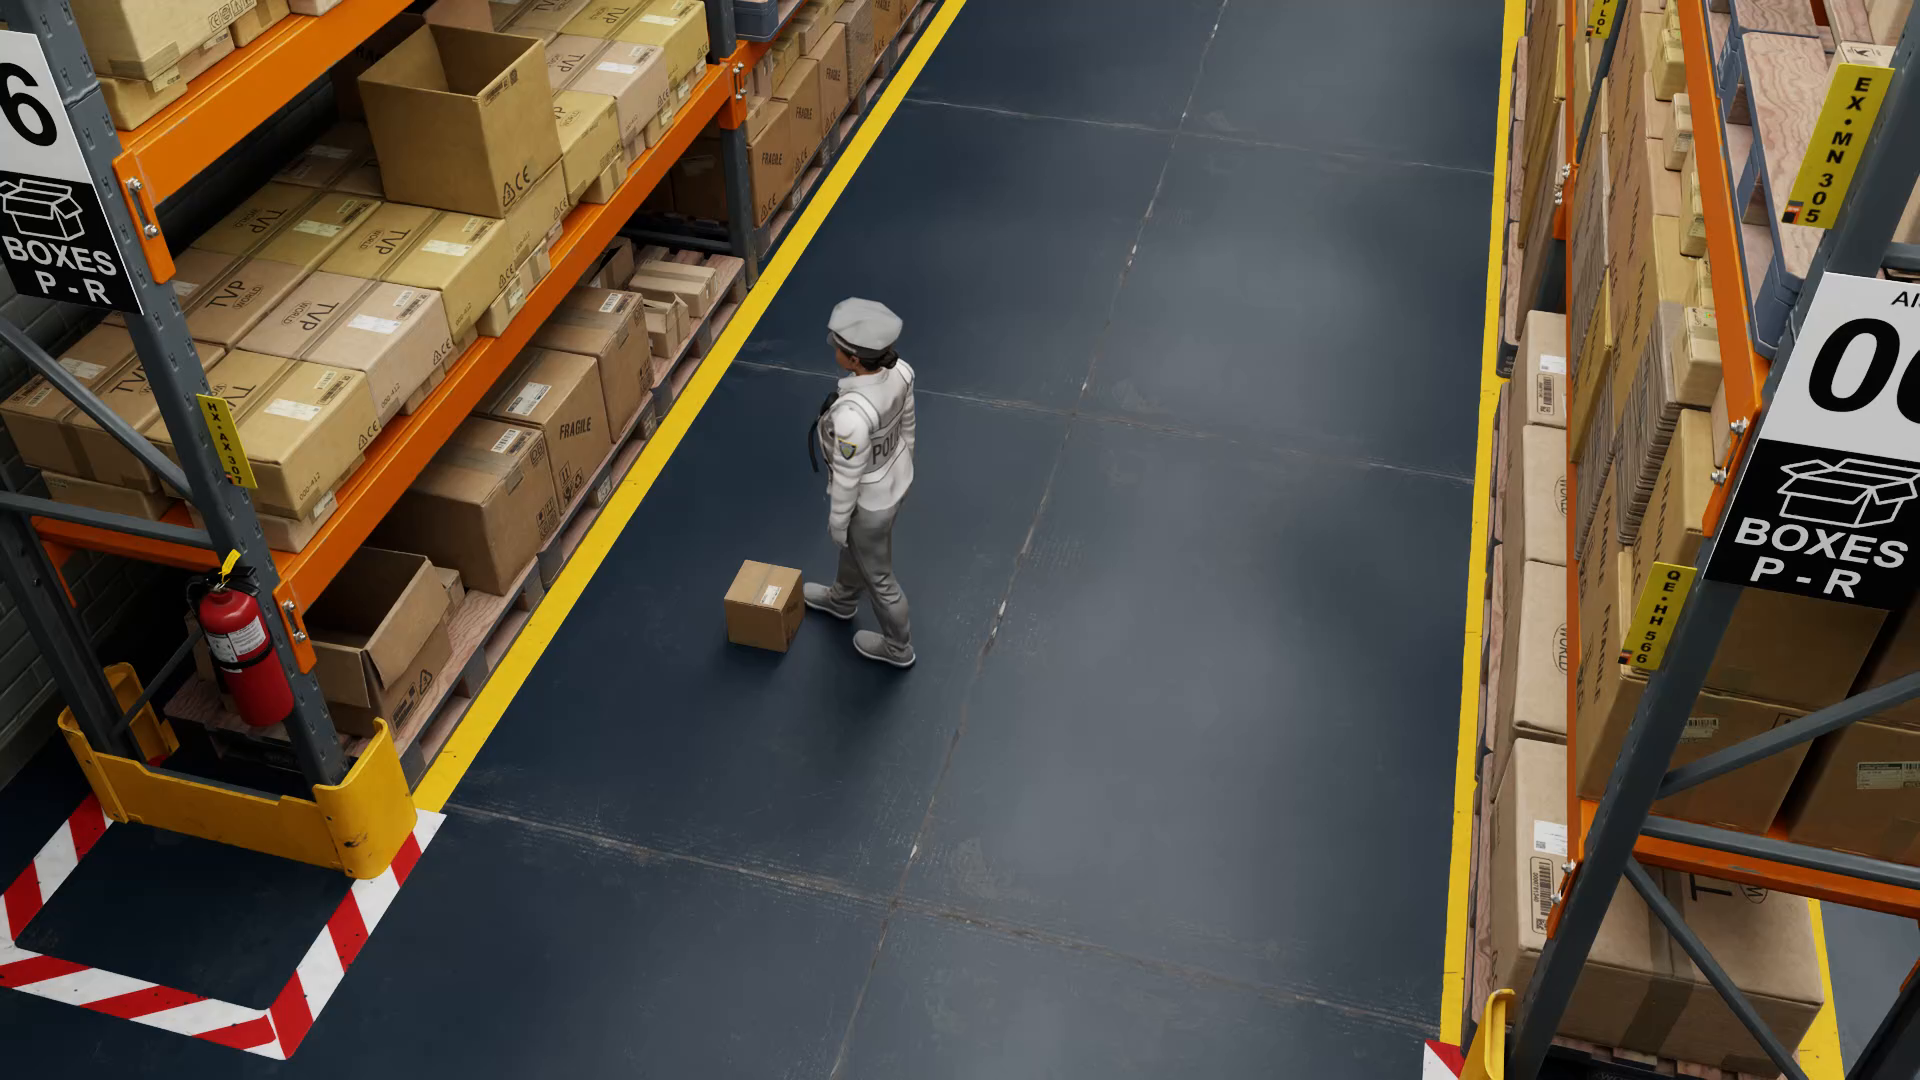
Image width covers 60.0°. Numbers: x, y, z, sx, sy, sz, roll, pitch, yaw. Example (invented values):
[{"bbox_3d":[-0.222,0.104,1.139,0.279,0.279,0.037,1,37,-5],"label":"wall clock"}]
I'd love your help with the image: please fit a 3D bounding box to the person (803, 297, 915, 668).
[{"bbox_3d":[-0.461,-0.210,6.374,0.612,1.668,0.481,14,43,15],"label":"person"}]
